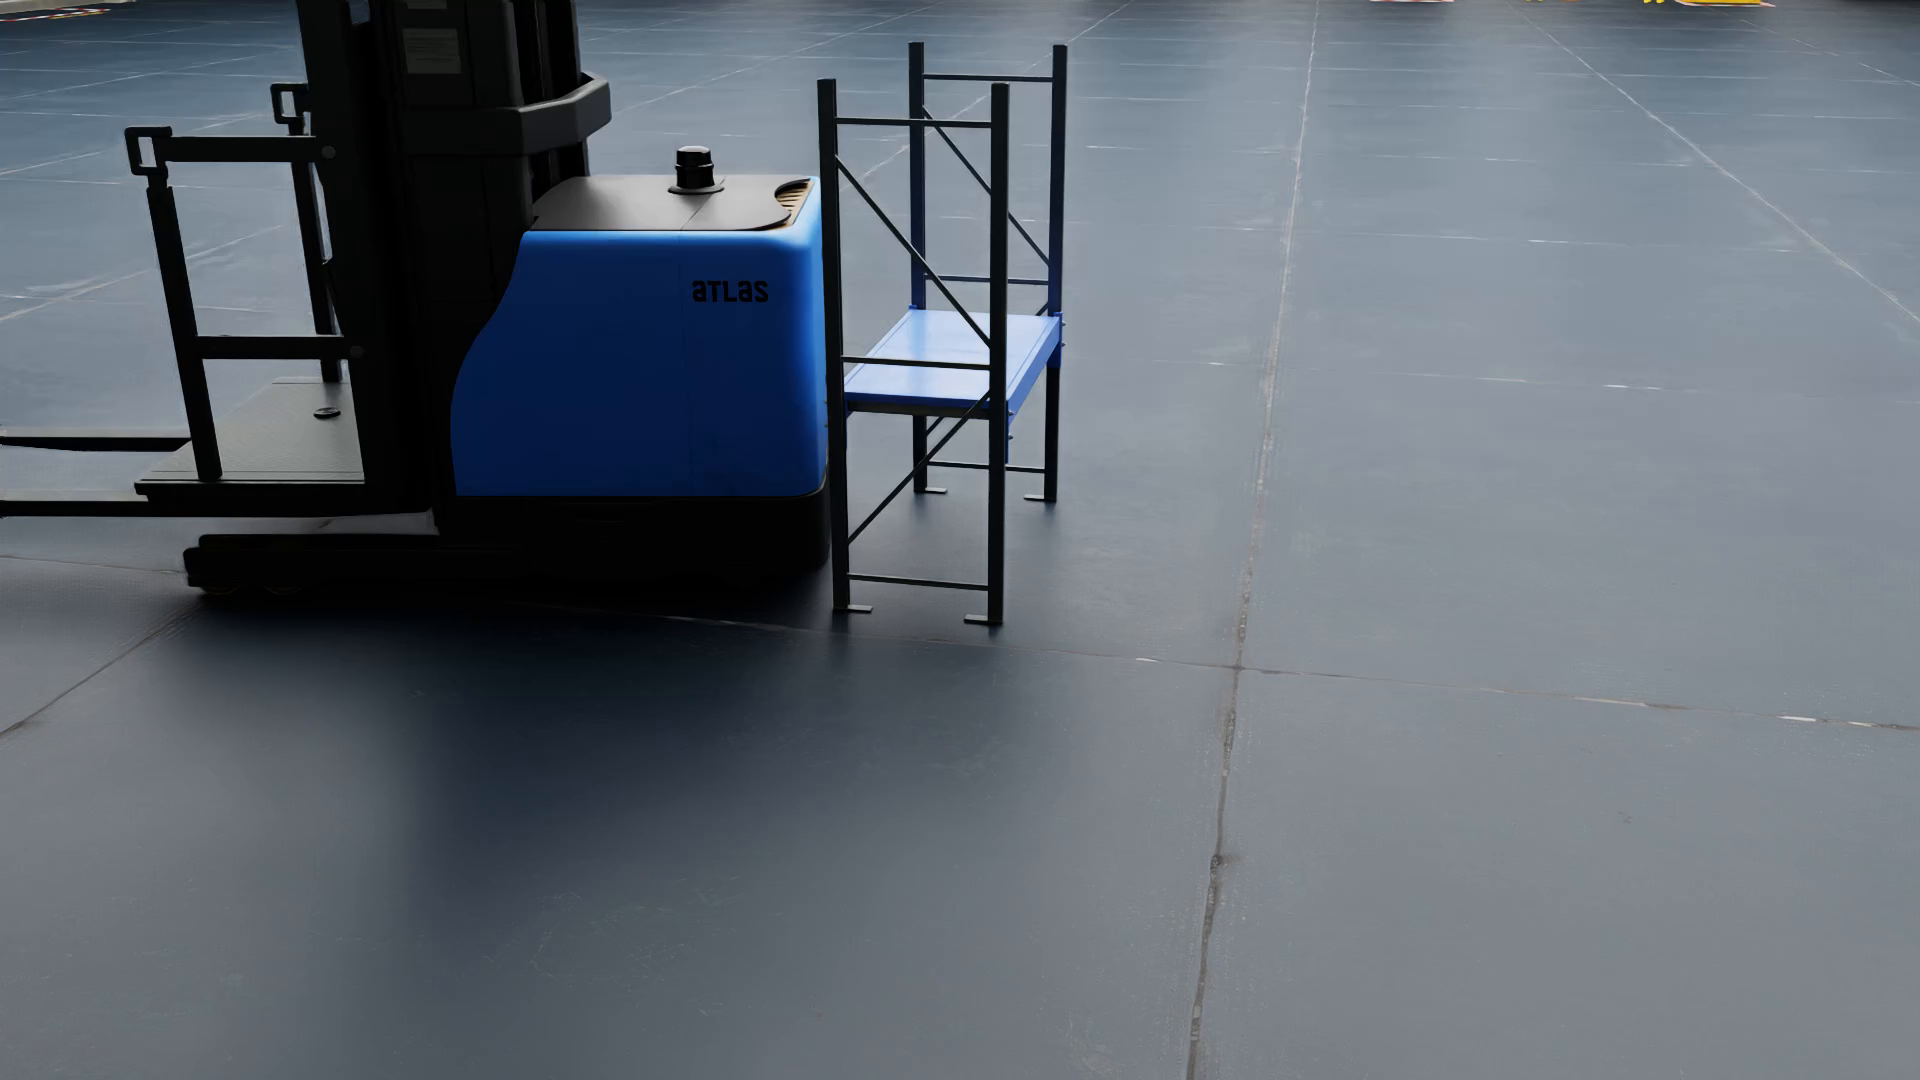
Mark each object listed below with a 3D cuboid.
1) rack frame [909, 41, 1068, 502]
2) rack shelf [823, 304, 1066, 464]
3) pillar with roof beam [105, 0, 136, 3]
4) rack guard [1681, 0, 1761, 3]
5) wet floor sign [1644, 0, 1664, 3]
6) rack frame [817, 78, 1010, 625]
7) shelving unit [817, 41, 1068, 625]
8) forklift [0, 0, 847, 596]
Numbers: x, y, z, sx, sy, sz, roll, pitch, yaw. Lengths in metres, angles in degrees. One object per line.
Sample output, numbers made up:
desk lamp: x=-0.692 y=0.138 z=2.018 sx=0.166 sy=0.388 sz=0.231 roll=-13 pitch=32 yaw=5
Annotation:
rack frame: x=0.086 y=-0.850 z=5.458 sx=0.500 sy=1.500 sz=0.032 roll=4 pitch=22 yaw=11
rack shelf: x=-0.017 y=-0.498 z=5.063 sx=0.538 sy=0.185 sz=1.000 roll=4 pitch=22 yaw=11
pillar with roof beam: x=-9.530 y=-12.643 z=24.700 sx=9.100 sy=9.000 sz=0.400 roll=4 pitch=22 yaw=11
rack guard: x=12.448 y=-9.041 z=27.132 sx=1.175 sy=0.500 sz=0.348 roll=4 pitch=22 yaw=11
wet floor sign: x=11.347 y=-9.092 z=27.066 sx=0.267 sy=0.644 sz=0.232 roll=13 pitch=25 yaw=29
rack frame: x=-0.121 y=-0.479 z=4.534 sx=0.500 sy=1.500 sz=0.032 roll=4 pitch=22 yaw=11
shelving unit: x=-0.017 y=-0.664 z=4.996 sx=0.538 sy=1.500 sz=1.048 roll=4 pitch=22 yaw=11
forklift: x=-1.912 y=-1.392 z=4.887 sx=3.031 sy=2.935 sz=1.130 roll=0 pitch=22 yaw=1
